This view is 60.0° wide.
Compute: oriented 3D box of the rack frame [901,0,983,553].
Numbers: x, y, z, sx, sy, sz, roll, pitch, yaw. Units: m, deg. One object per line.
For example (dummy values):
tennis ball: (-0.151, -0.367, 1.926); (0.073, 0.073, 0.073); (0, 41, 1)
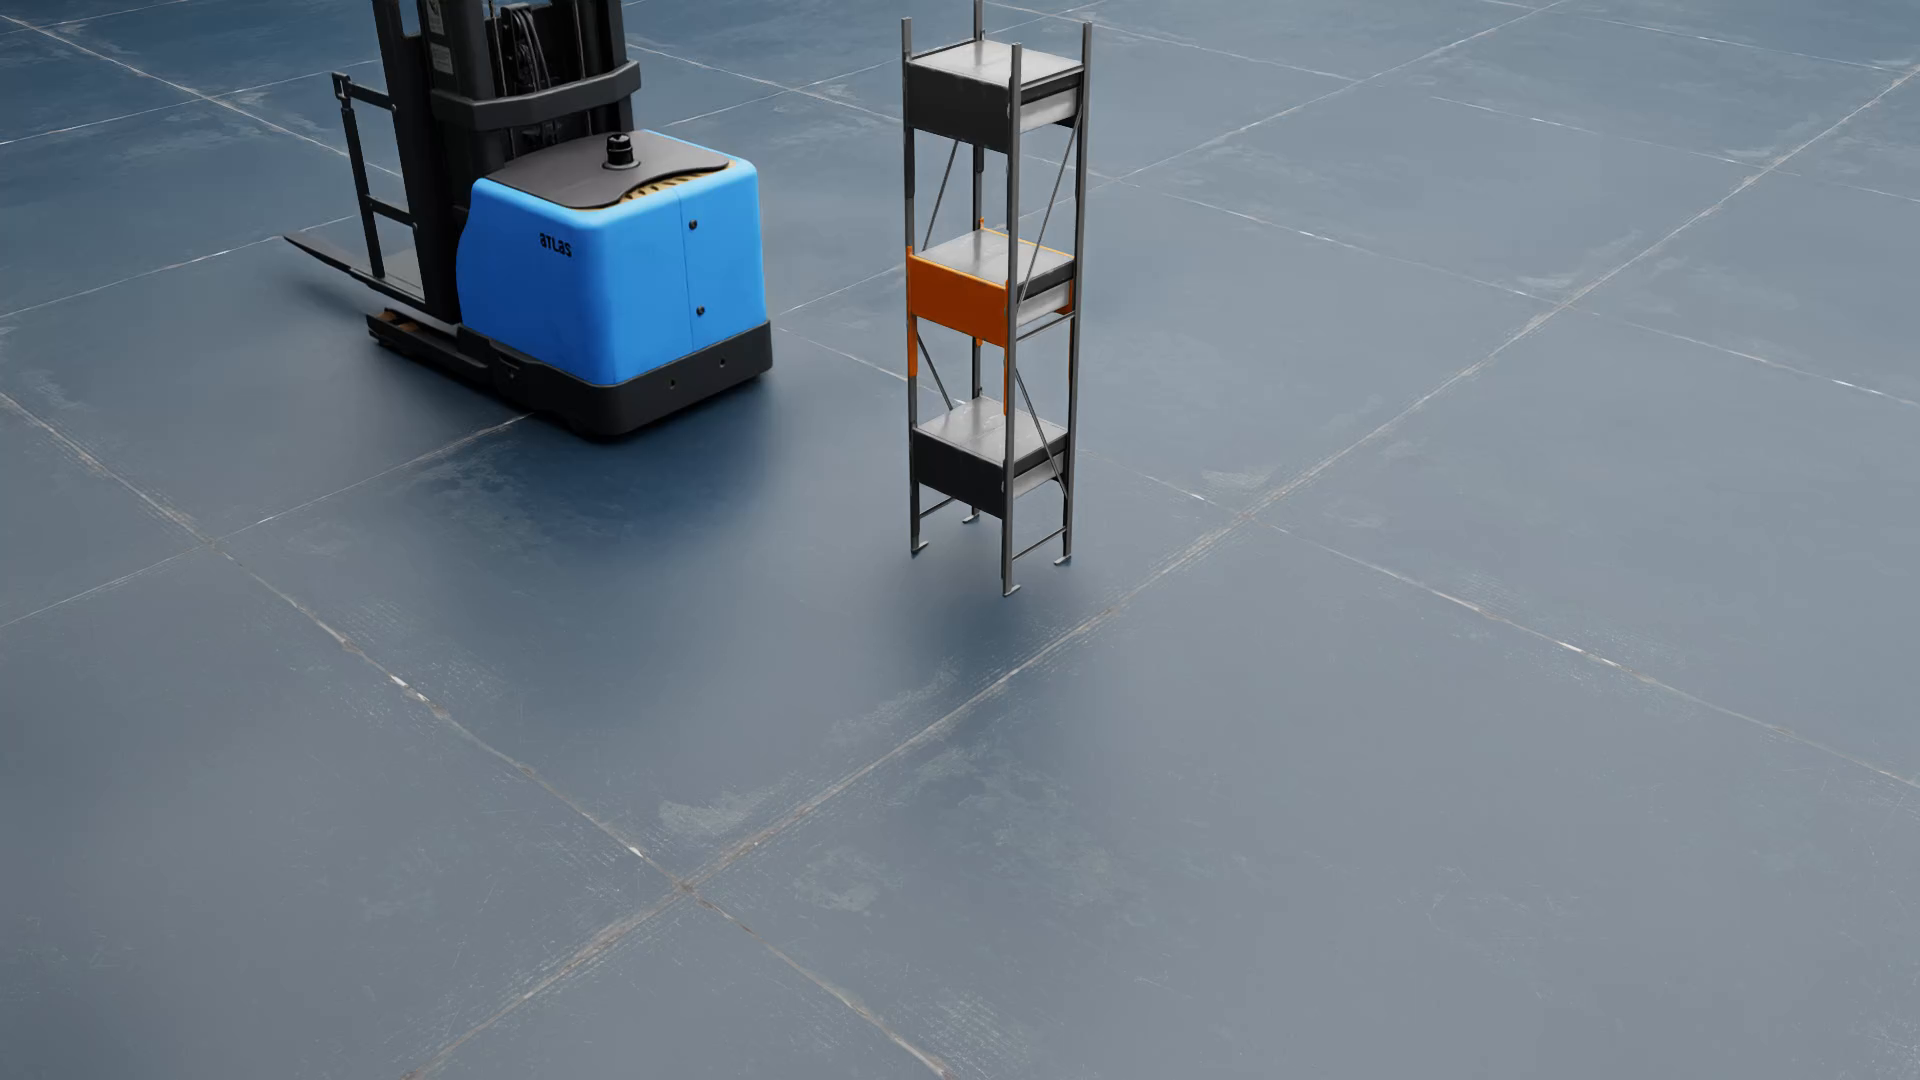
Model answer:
rack frame: (-0.058, -0.927, 6.254); (0.015, 2.100, 0.400); (25, 39, 35)

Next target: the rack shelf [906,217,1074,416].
rack shelf: (0.123, -0.831, 6.120); (0.480, 0.518, 0.431); (25, 39, 35)

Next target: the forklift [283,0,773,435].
forklift: (-2.344, -2.352, 7.815); (3.031, 2.935, 1.130); (24, 39, 34)

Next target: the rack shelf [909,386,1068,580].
rack shelf: (0.123, -0.231, 6.481); (0.480, 0.518, 0.431); (25, 39, 35)

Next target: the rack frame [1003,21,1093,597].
rack frame: (0.304, -0.758, 5.973); (0.015, 2.100, 0.400); (25, 39, 35)

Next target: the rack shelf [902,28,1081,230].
rack shelf: (0.123, -1.430, 5.759); (0.480, 0.518, 0.431); (25, 39, 35)

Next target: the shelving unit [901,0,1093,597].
shelving unit: (0.123, -0.842, 6.113); (0.503, 2.100, 0.431); (25, 39, 35)
